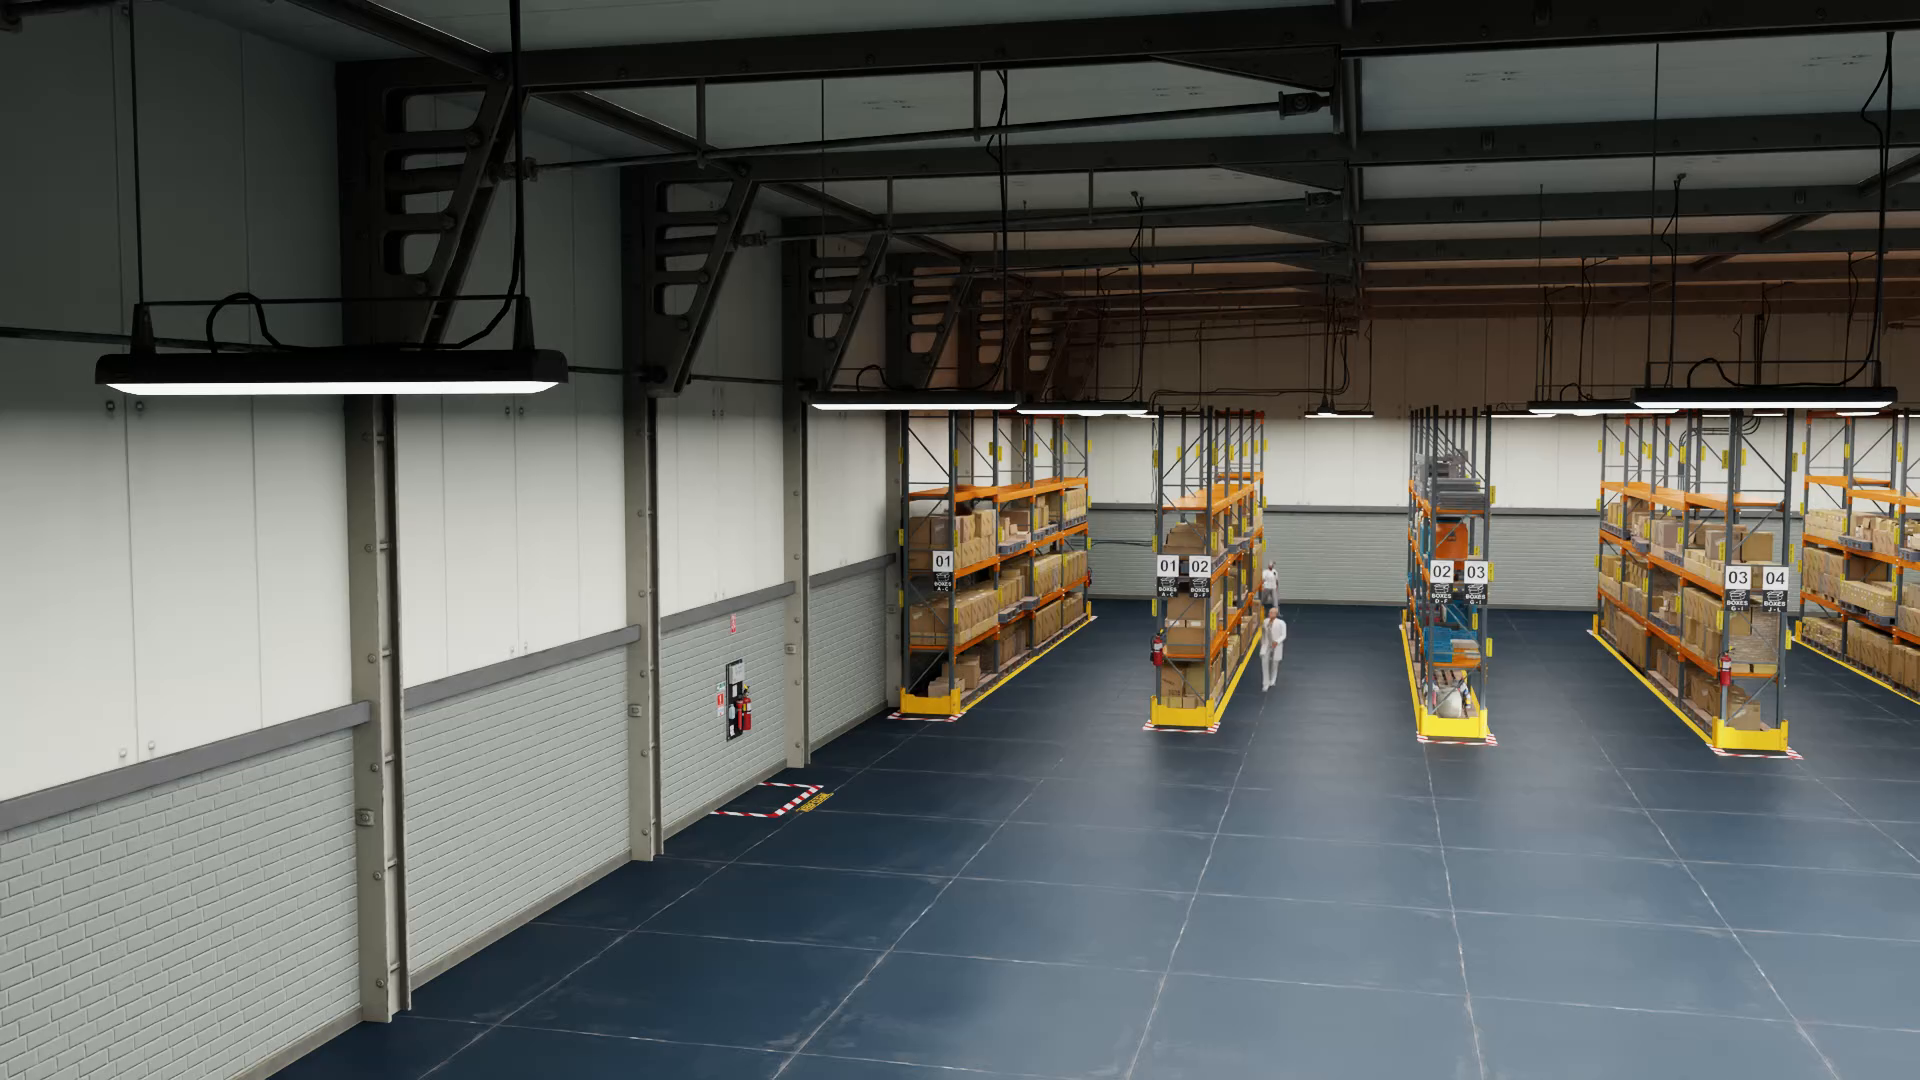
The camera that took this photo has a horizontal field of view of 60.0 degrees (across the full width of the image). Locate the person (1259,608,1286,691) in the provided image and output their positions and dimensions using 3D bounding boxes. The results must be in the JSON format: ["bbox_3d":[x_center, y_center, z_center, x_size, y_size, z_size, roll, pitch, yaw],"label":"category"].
[{"bbox_3d":[6.683,2.349,35.525,0.562,1.816,0.924,1,4,14],"label":"person"}]

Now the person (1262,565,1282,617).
[{"bbox_3d":[9.084,1.435,48.629,0.600,1.589,1.014,-1,4,-16],"label":"person"}]

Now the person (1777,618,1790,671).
[{"bbox_3d":[18.369,2.208,37.433,0.558,1.639,0.951,1,4,18],"label":"person"}]
